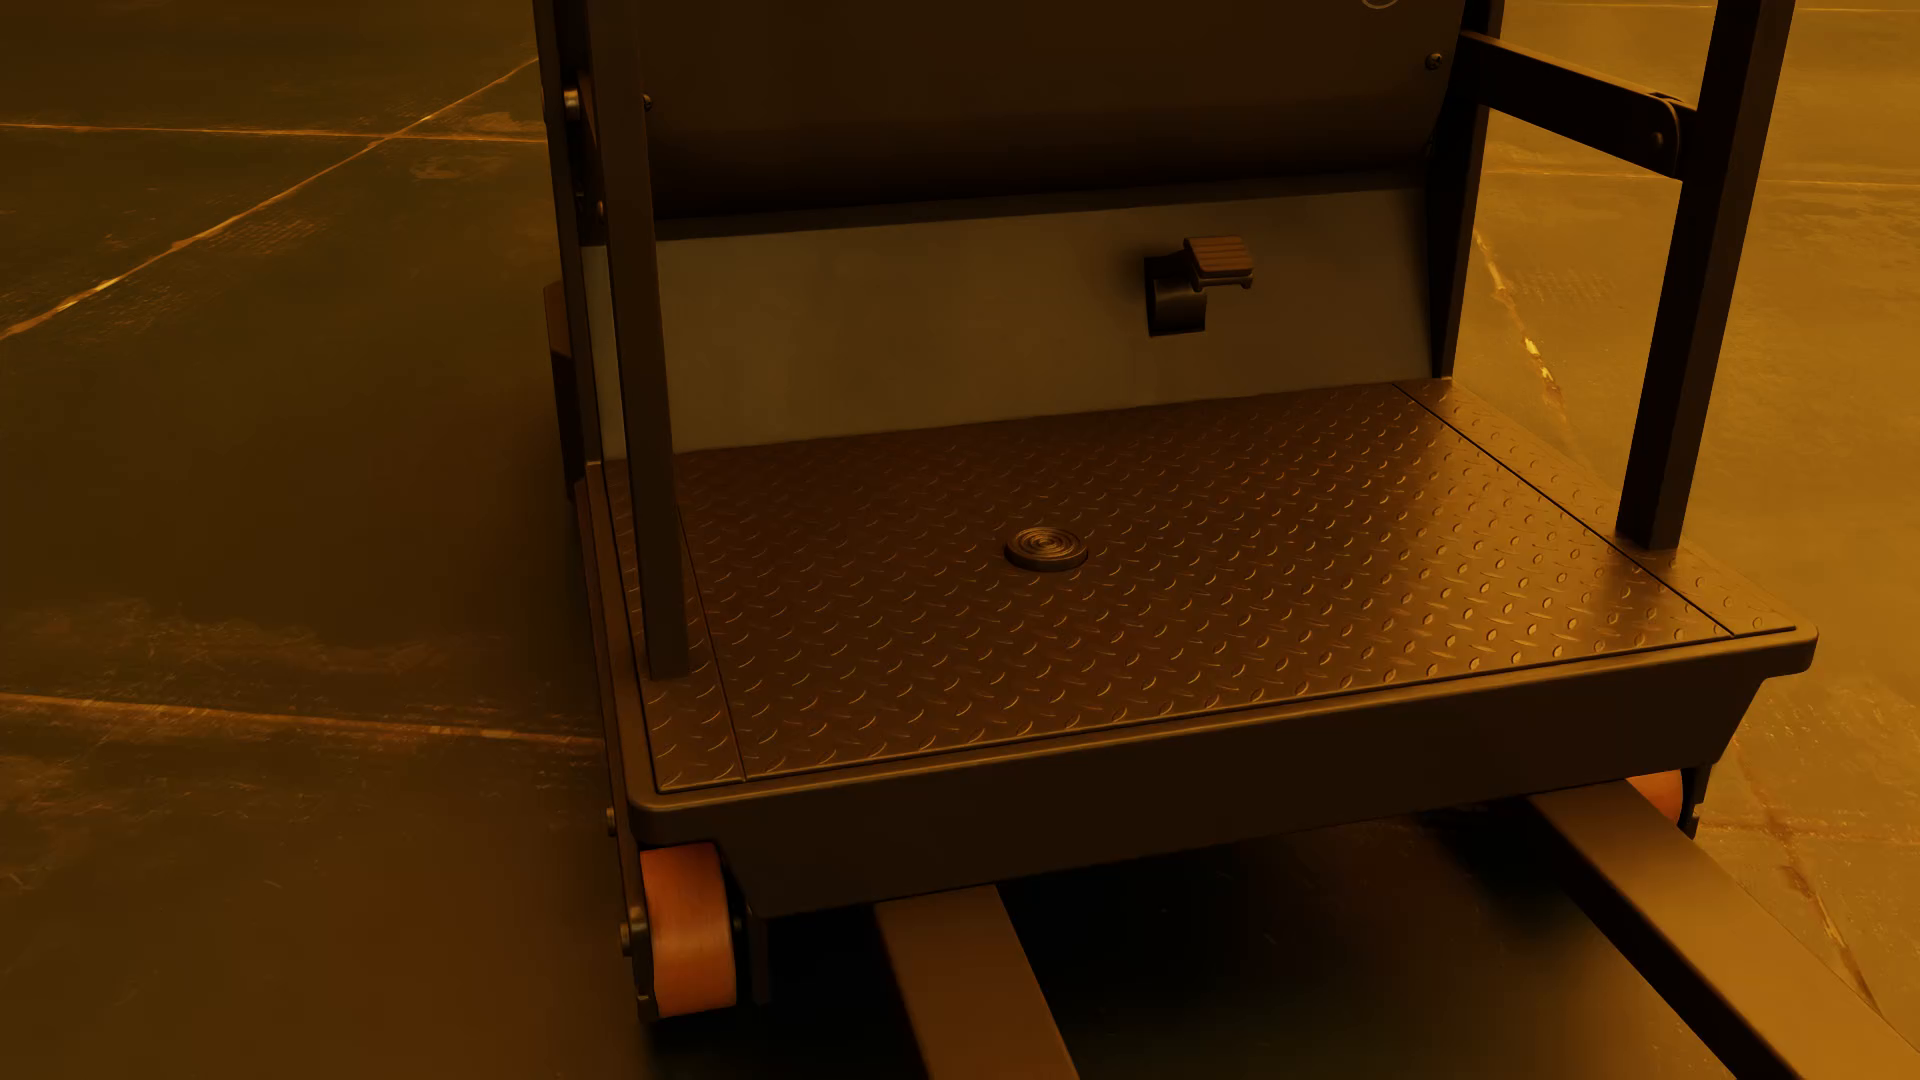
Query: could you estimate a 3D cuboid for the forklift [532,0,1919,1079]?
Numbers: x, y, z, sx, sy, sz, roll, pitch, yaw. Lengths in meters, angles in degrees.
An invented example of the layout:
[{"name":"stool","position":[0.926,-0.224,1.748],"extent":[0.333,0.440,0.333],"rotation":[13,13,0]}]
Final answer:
[{"name":"forklift","position":[0.153,-1.049,1.319],"extent":[1.130,2.935,3.031],"rotation":[-7,27,-13]}]
